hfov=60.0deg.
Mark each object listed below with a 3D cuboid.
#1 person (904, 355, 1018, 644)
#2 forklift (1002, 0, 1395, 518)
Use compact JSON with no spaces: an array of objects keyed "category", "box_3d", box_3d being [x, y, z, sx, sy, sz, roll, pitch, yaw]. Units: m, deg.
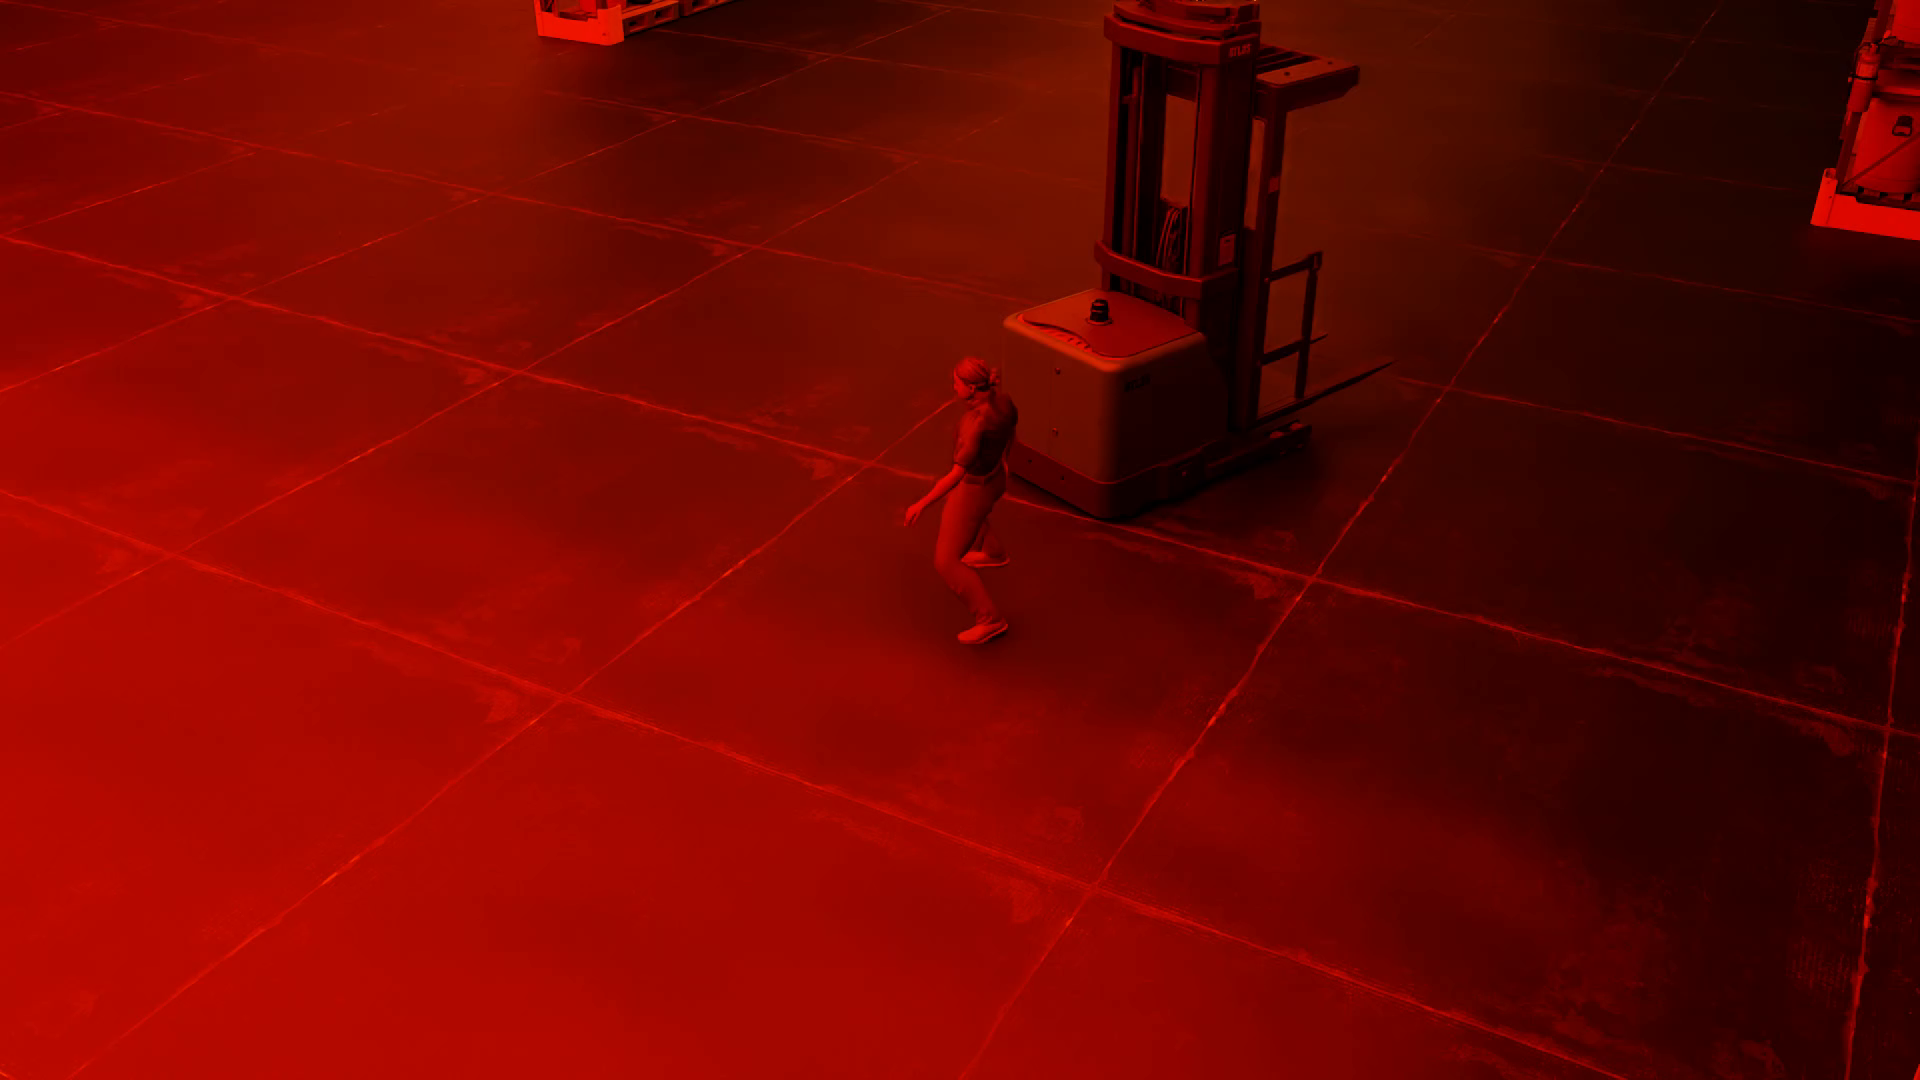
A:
[{"category":"person","box_3d":[0.069,-0.293,9.005,0.619,1.550,0.863,14,33,23]},{"category":"forklift","box_3d":[1.705,-2.000,10.537,3.031,2.935,1.130,-23,37,-34]}]
